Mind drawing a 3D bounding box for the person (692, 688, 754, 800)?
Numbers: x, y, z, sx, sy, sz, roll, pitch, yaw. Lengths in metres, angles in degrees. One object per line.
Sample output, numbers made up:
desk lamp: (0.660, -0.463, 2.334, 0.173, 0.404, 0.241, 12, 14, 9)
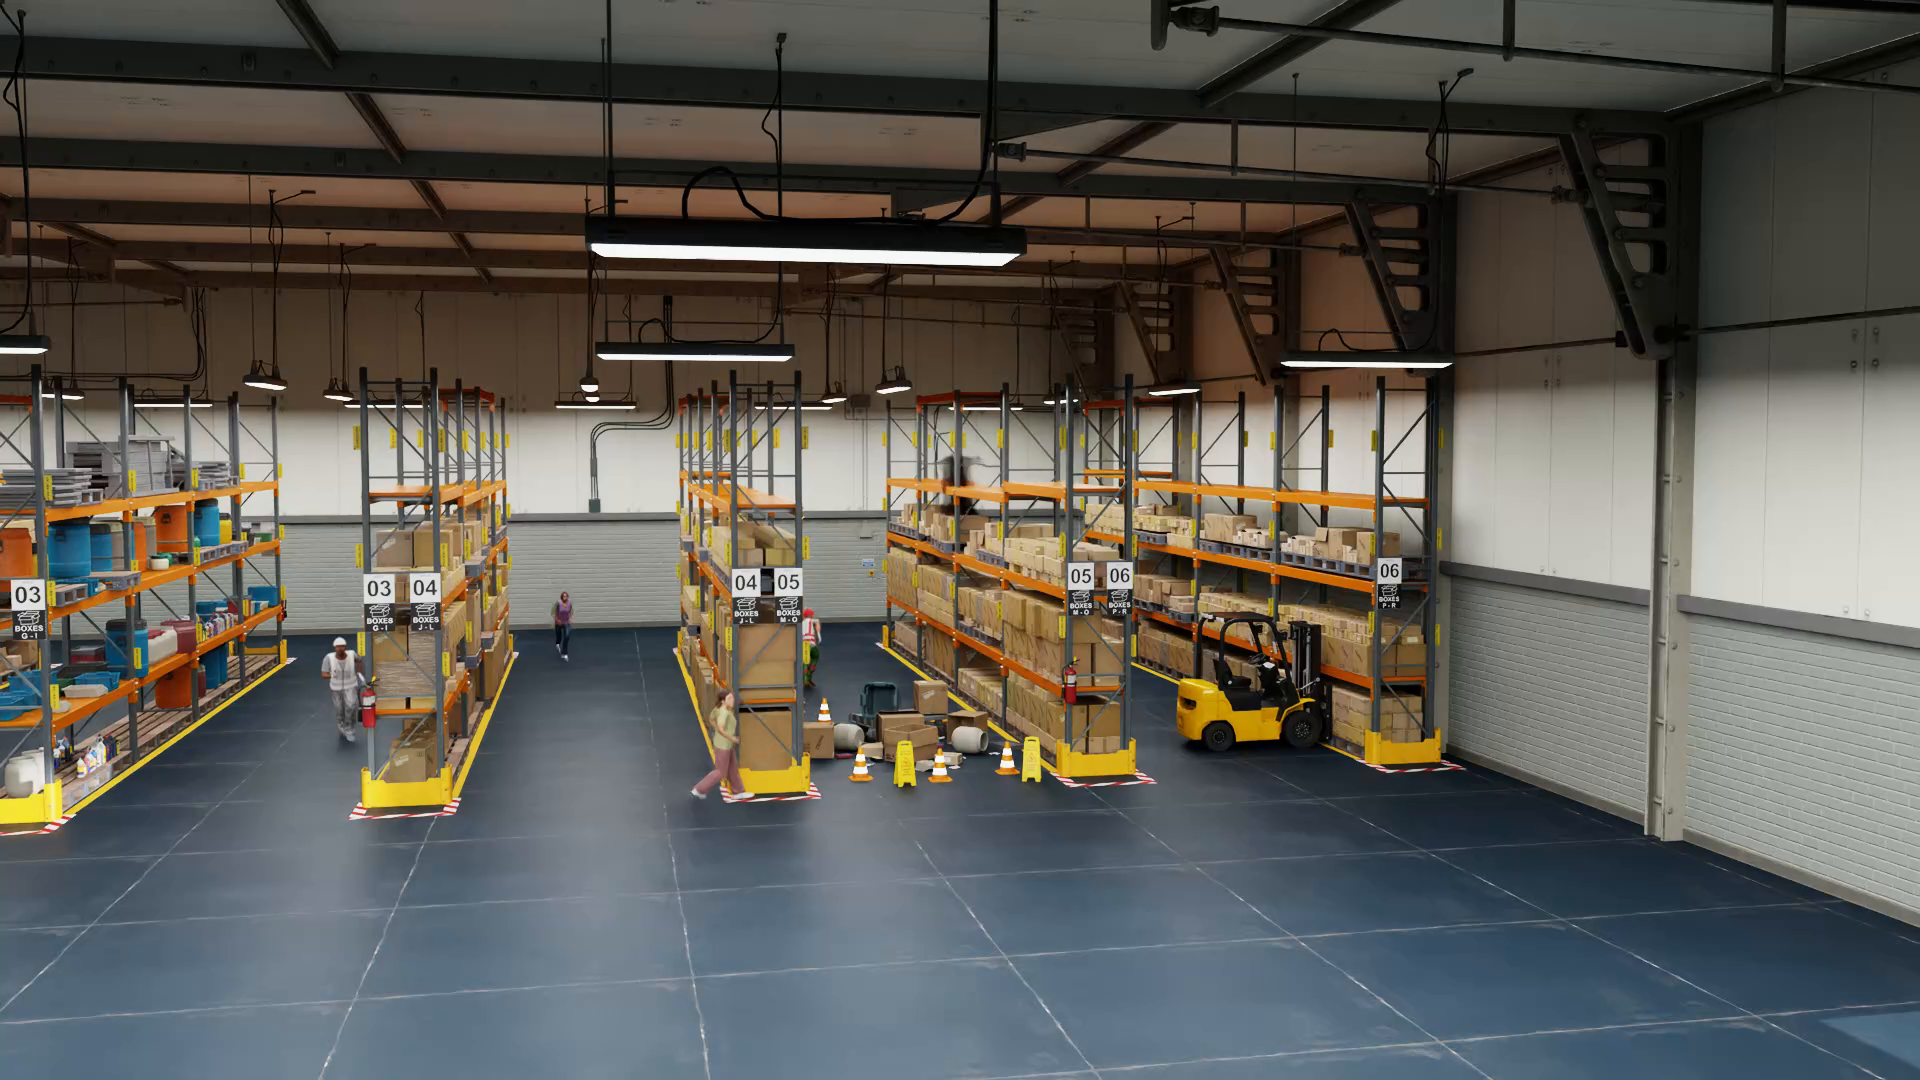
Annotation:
person: (-3.232, 2.821, 22.788, 0.888, 1.606, 0.662, -1, 4, -14)

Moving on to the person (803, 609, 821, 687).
person: (-3.124, 2.226, 33.875, 0.666, 1.555, 1.174, 0, 3, 7)

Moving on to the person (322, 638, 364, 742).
person: (-10.269, 2.466, 27.696, 0.632, 1.727, 0.993, -1, 4, -14)

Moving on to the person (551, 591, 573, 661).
person: (-9.146, 1.954, 38.213, 0.536, 1.585, 0.975, -2, 4, -25)
